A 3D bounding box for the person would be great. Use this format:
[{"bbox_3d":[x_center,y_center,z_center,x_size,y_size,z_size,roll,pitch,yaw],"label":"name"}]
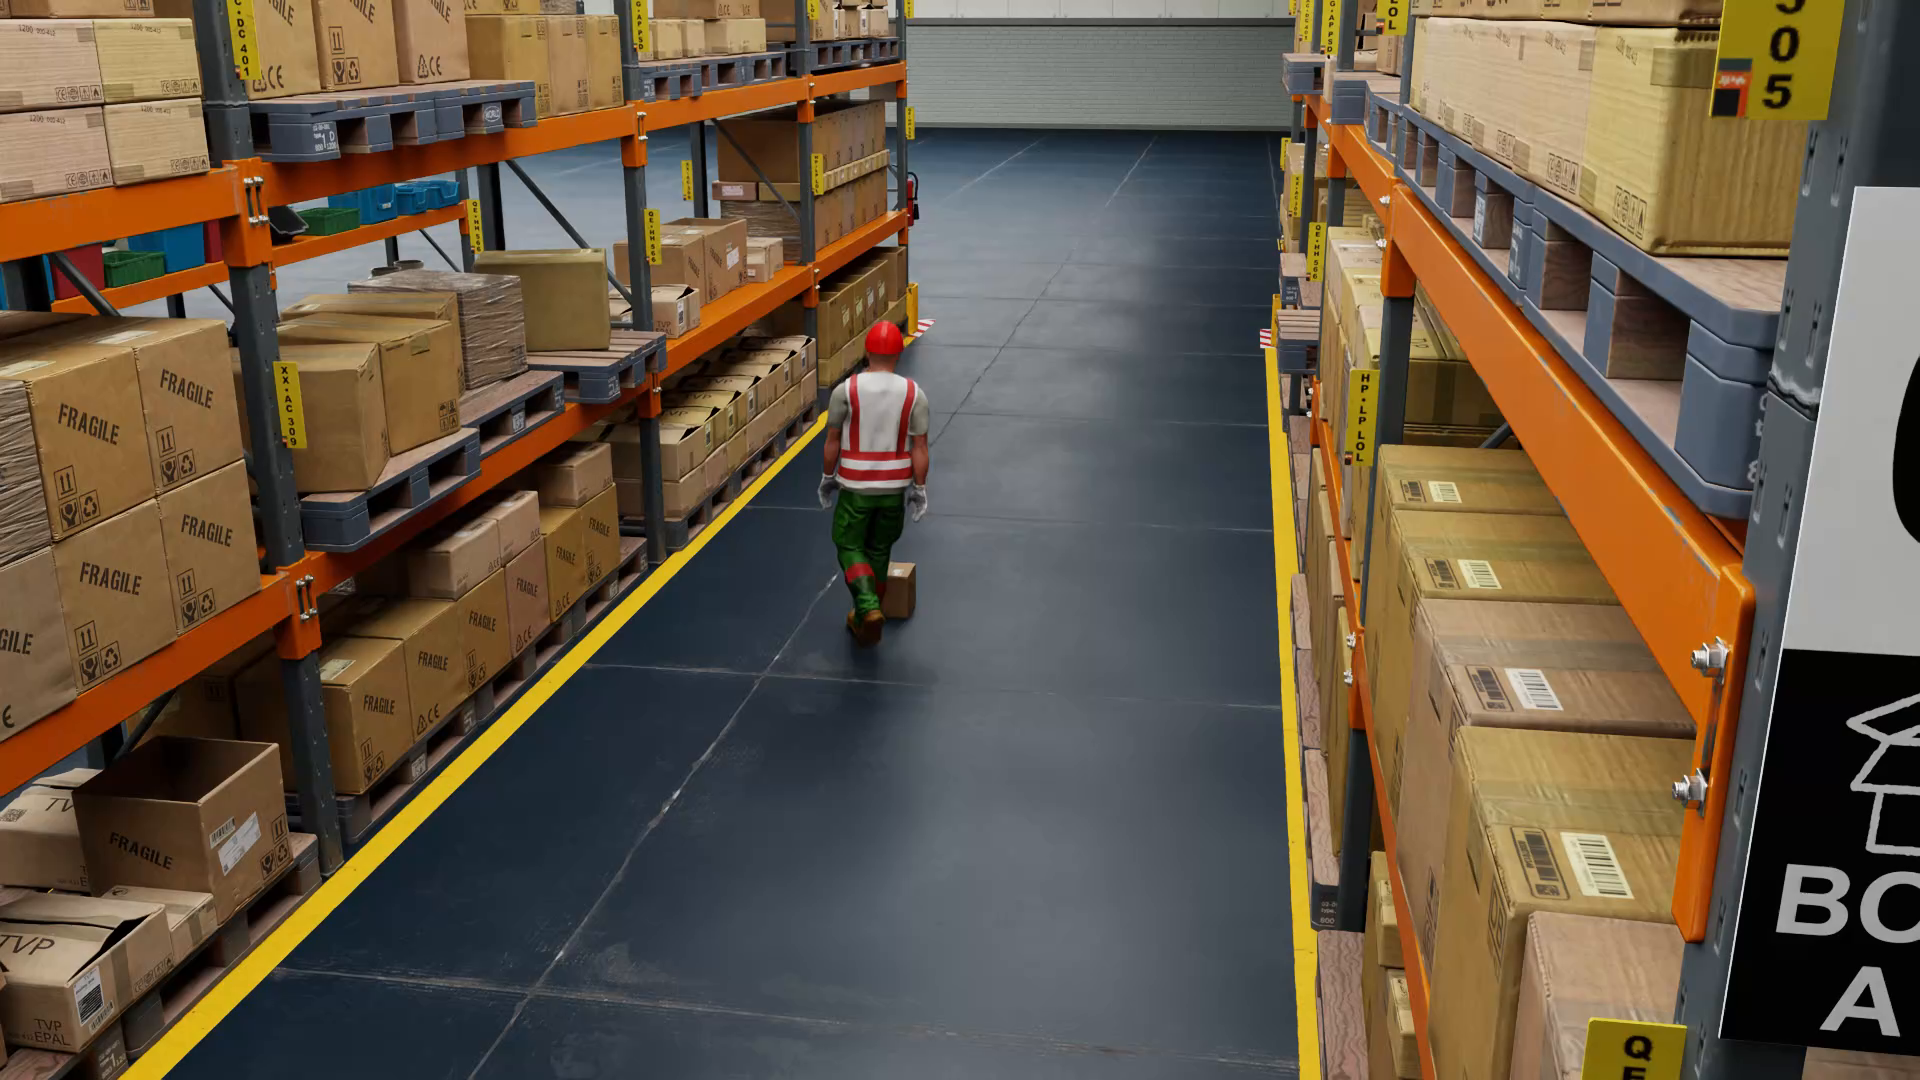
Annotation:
[{"bbox_3d":[-0.446,-0.271,8.857,0.583,1.778,0.798,-4,18,-13],"label":"person"}]
